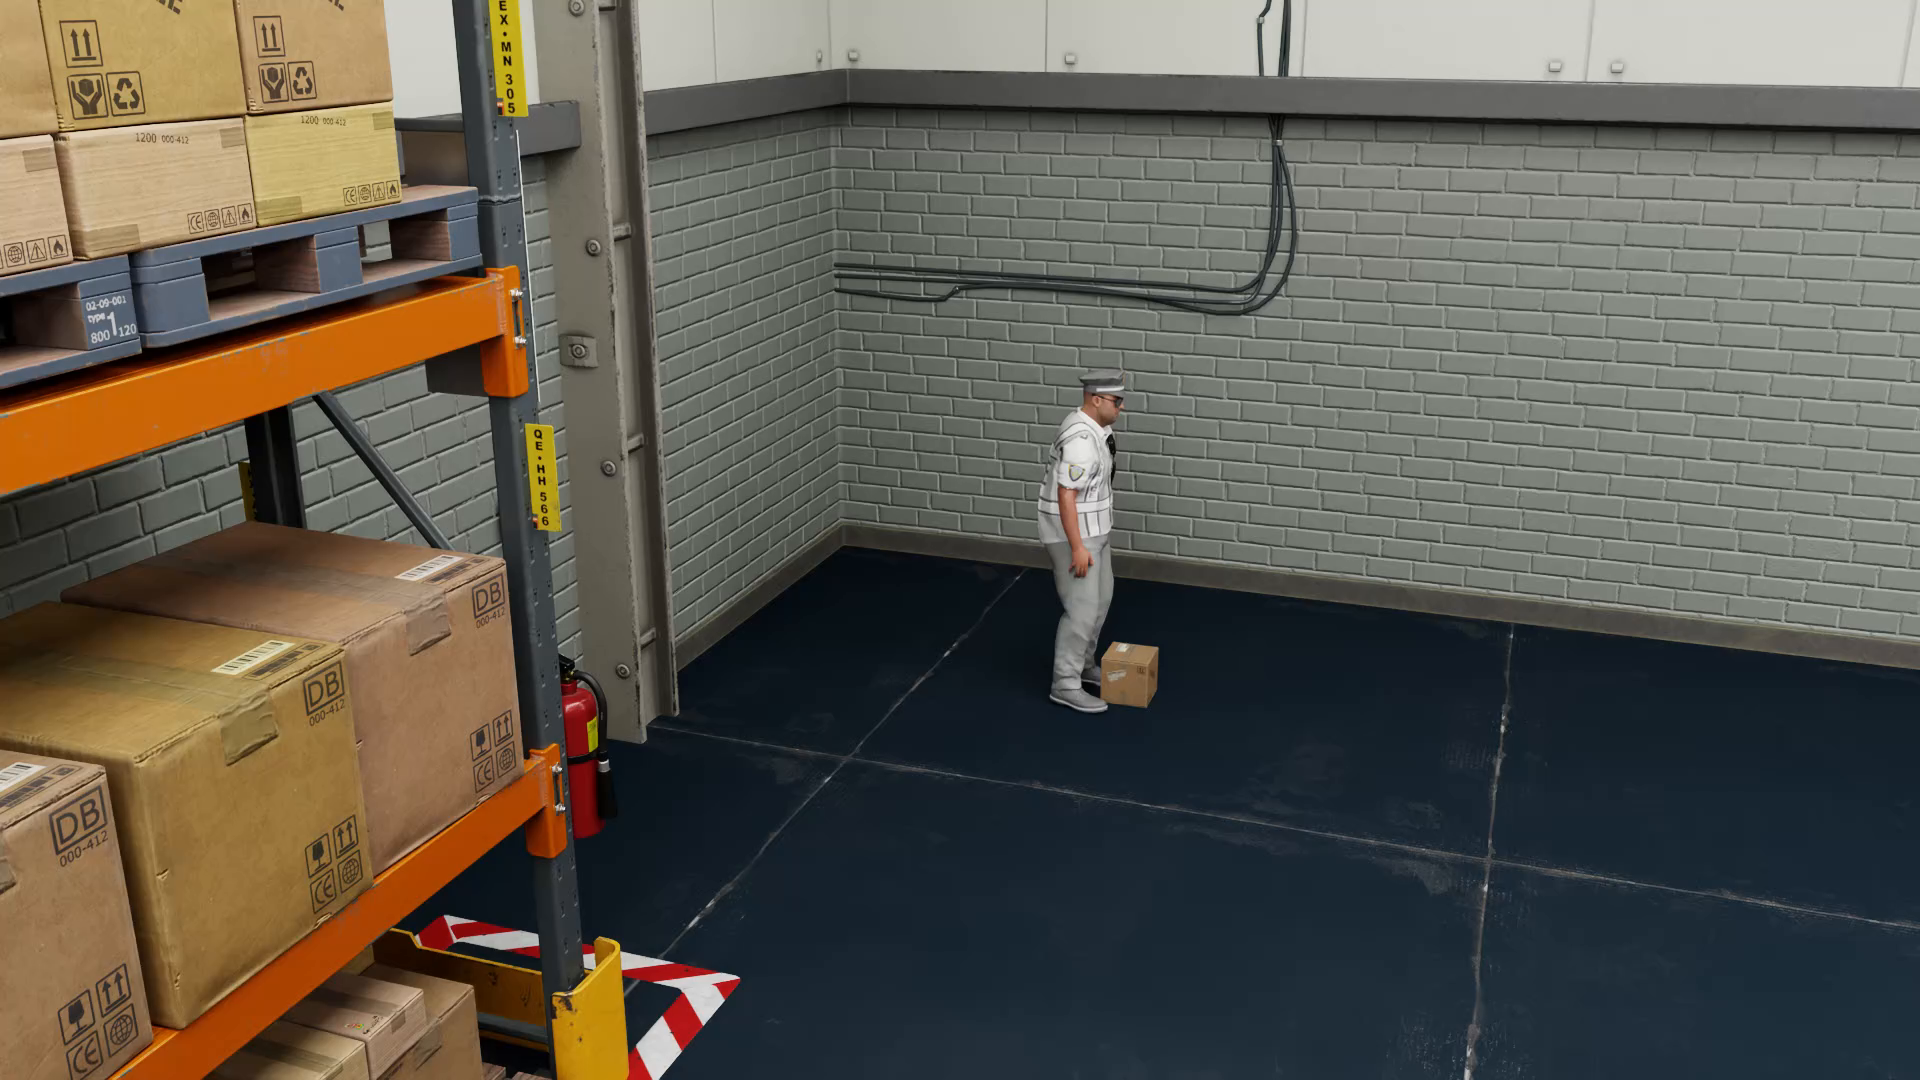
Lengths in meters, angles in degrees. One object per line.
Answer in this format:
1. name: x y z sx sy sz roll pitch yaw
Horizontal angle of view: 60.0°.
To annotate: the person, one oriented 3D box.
1. person: 0.634 -0.027 8.630 0.444 1.747 0.596 5 19 15
